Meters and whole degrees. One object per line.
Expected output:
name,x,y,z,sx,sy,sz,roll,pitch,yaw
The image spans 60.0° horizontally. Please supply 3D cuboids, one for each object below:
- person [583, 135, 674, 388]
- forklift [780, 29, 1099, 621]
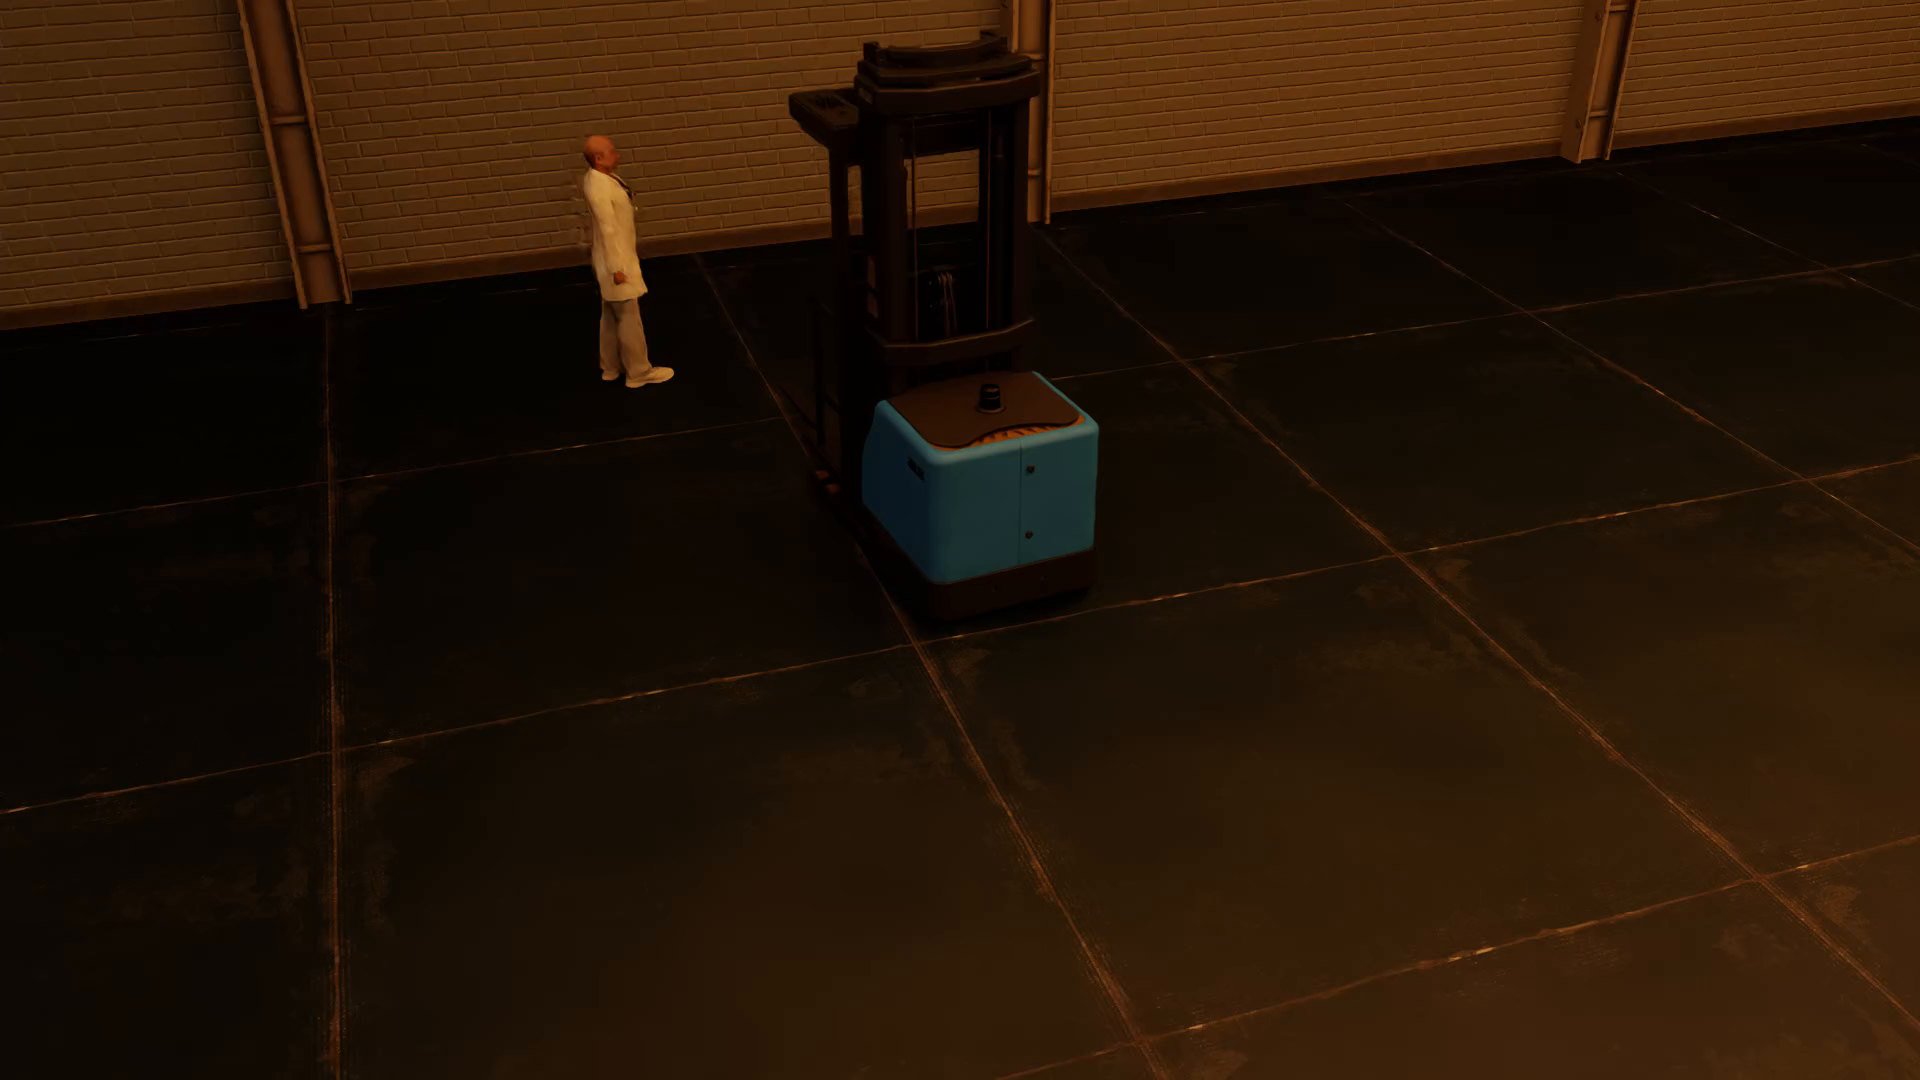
person,-2.348,-1.964,11.658,0.516,1.780,0.556,-9,31,-15
forklift,-0.302,-1.539,9.762,1.130,2.935,3.031,-13,32,-21
